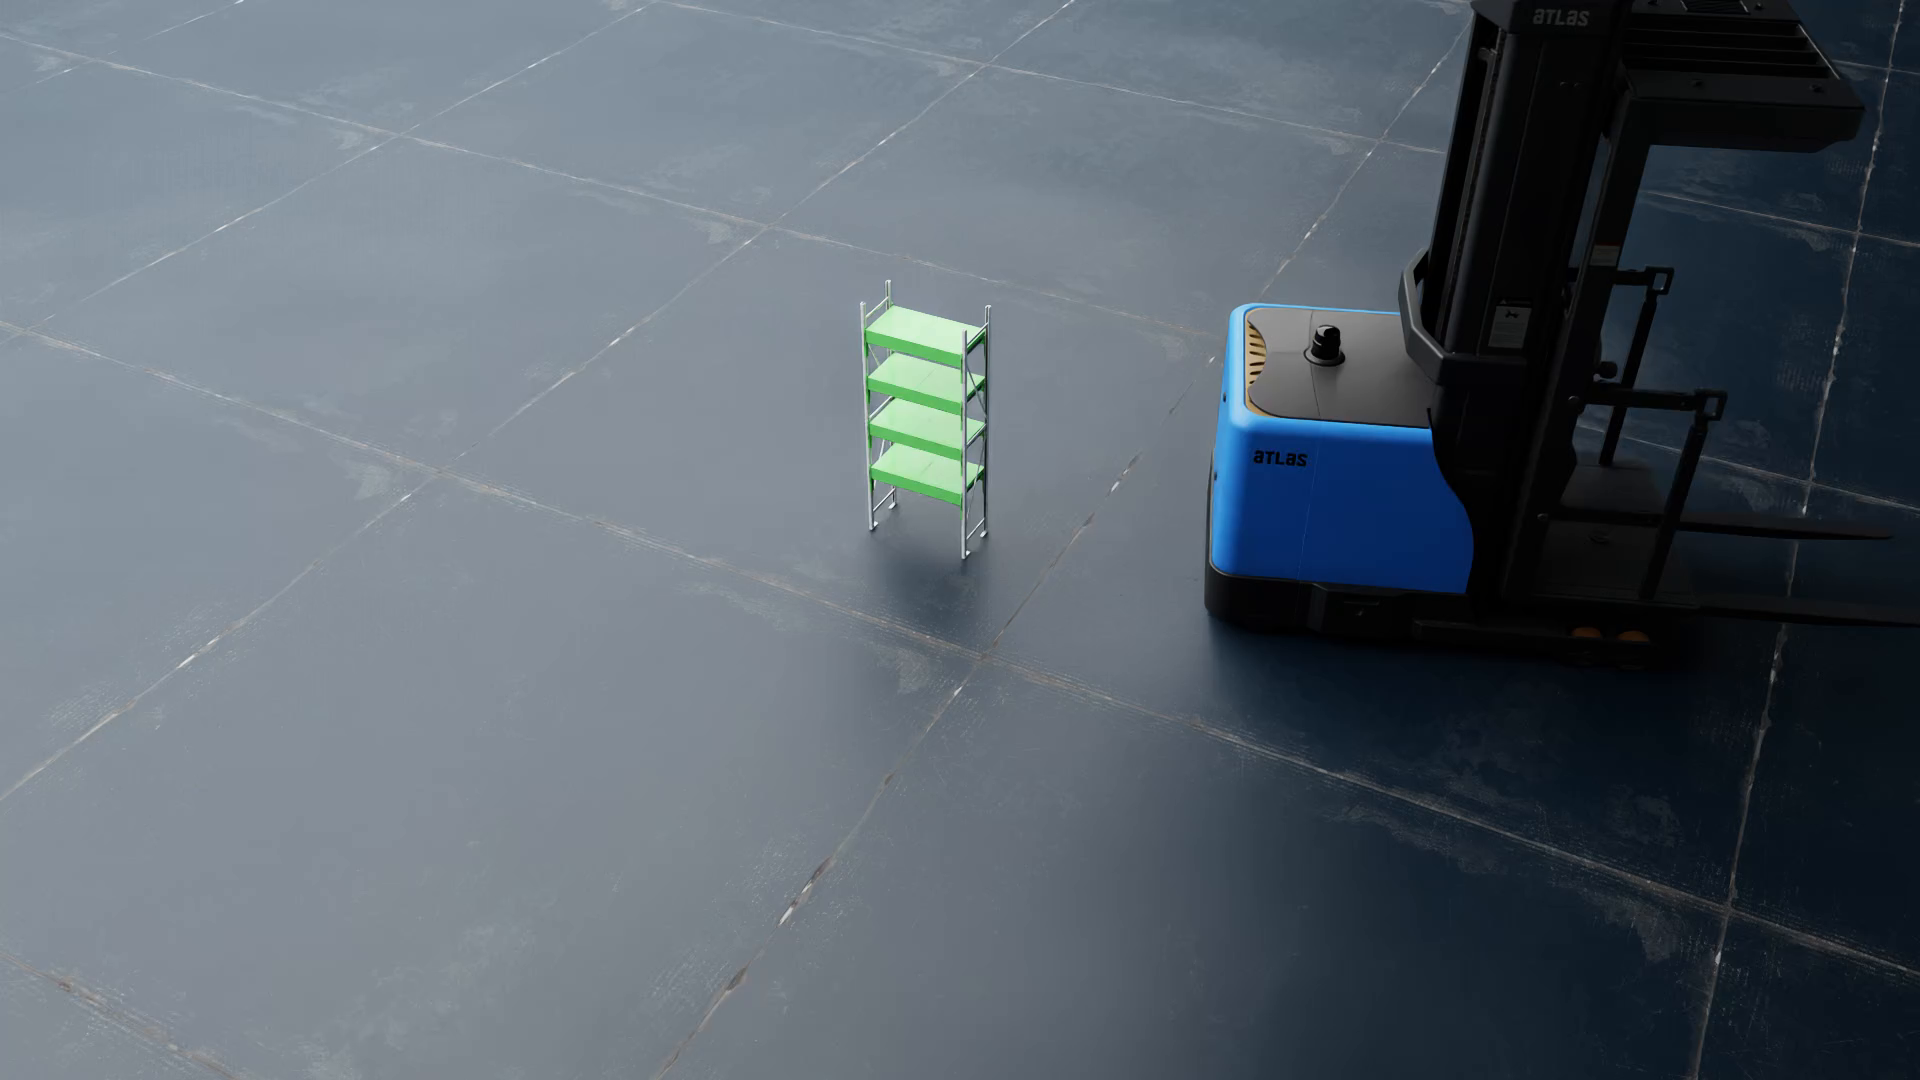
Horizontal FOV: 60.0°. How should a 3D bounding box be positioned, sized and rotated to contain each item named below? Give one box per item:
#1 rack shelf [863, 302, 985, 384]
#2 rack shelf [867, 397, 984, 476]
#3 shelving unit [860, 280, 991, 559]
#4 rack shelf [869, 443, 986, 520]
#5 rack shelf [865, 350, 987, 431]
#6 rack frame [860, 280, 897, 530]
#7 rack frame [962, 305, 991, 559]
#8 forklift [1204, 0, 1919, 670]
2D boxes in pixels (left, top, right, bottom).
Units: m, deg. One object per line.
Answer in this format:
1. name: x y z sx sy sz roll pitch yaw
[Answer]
1. rack shelf: -0.147 -0.855 7.196 0.480 0.148 0.258 17 41 21
2. rack shelf: -0.147 -0.473 7.487 0.480 0.148 0.258 17 41 21
3. shelving unit: -0.147 -0.524 7.448 0.503 1.200 0.258 17 41 21
4. rack shelf: -0.147 -0.282 7.632 0.480 0.148 0.258 17 41 21
5. rack shelf: -0.147 -0.664 7.341 0.480 0.148 0.258 17 41 21
6. rack frame: -0.364 -0.592 7.537 0.015 1.200 0.240 17 41 21
7. rack frame: 0.070 -0.456 7.358 0.015 1.200 0.240 17 41 21
8. forklift: 2.626 -0.964 6.595 3.031 2.935 1.130 5 37 6
